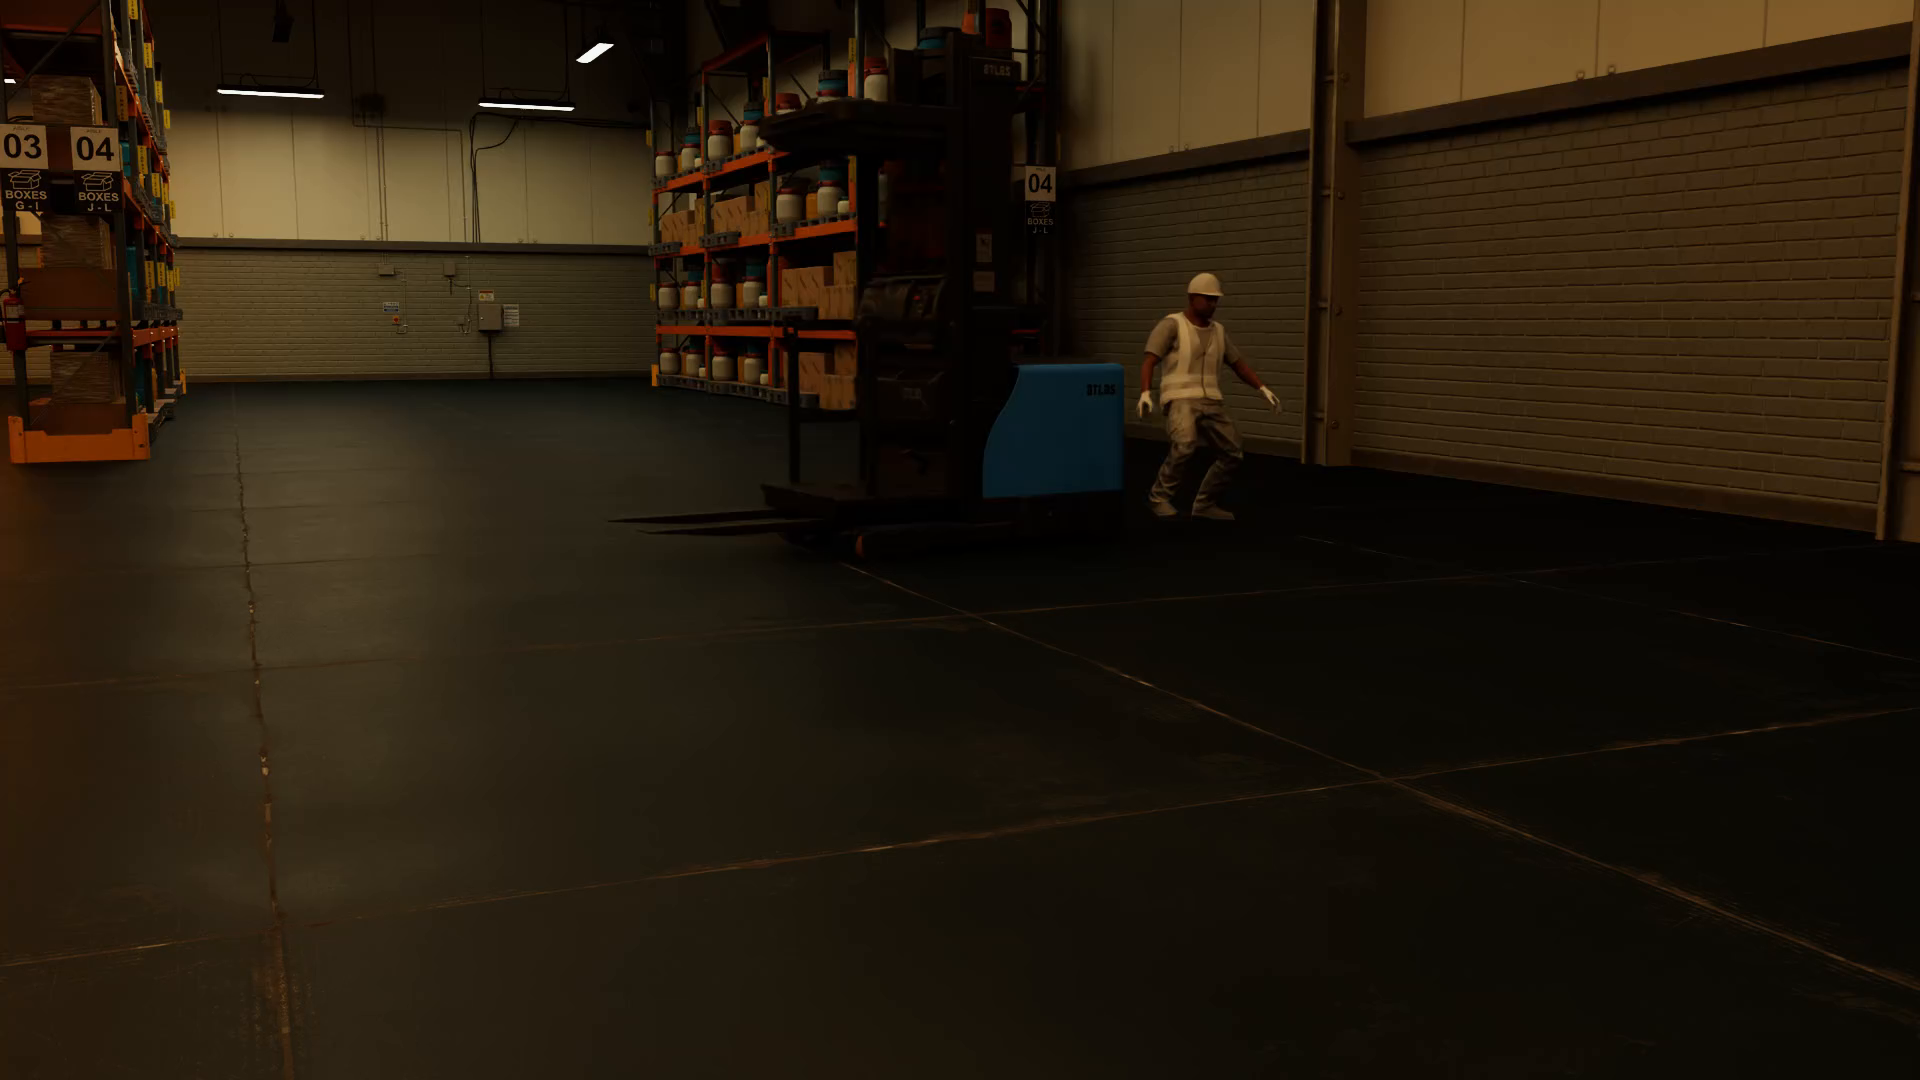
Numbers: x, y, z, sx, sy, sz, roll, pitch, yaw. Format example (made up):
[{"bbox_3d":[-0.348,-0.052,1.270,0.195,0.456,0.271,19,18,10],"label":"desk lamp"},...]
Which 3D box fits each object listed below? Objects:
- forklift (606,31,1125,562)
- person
[{"bbox_3d":[-0.518,-1.410,9.638,3.031,2.935,1.130,-5,9,-31],"label":"forklift"},{"bbox_3d":[1.573,-0.916,10.898,1.012,1.651,0.661,-4,8,-27],"label":"person"}]
